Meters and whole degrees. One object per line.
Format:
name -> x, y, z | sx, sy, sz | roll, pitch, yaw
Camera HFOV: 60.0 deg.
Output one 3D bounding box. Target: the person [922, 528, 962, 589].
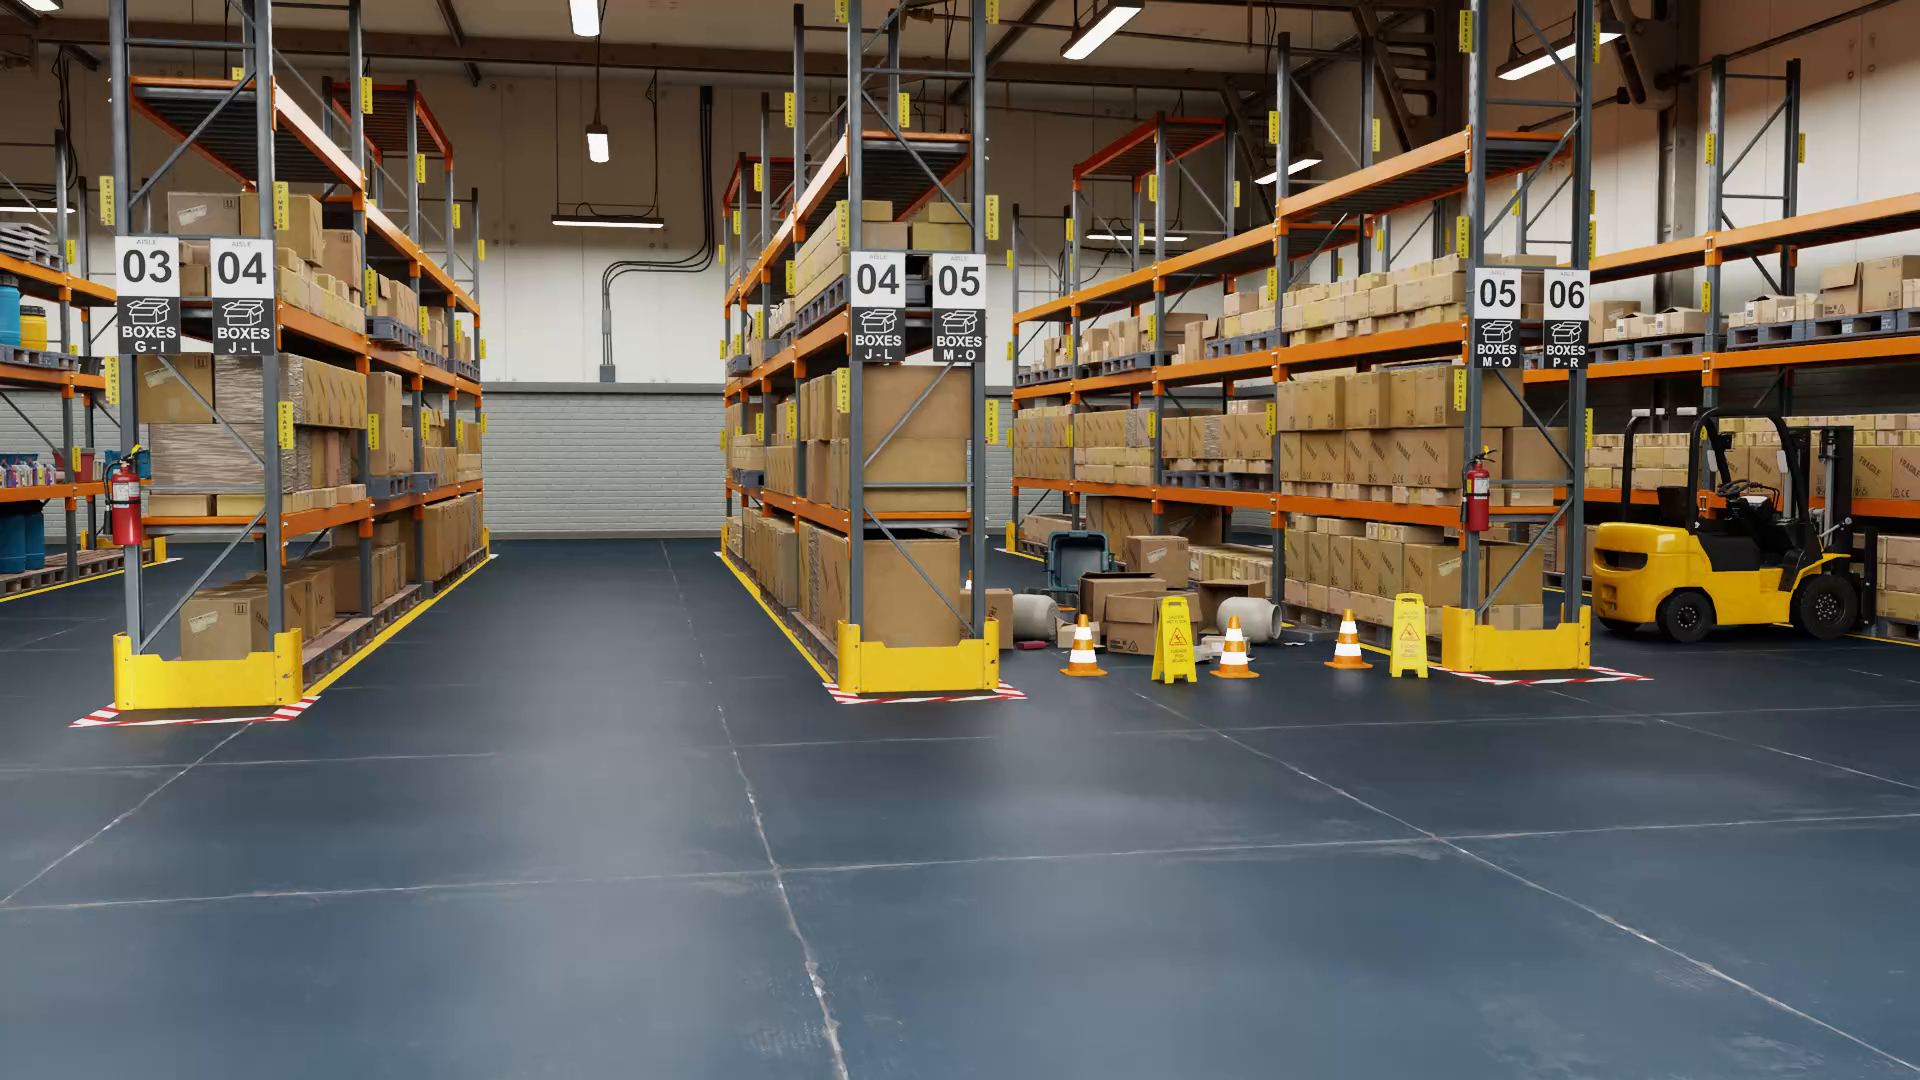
person -> -0.206, -0.113, 19.229 | 0.487, 1.673, 0.361 | -1, 3, -12
